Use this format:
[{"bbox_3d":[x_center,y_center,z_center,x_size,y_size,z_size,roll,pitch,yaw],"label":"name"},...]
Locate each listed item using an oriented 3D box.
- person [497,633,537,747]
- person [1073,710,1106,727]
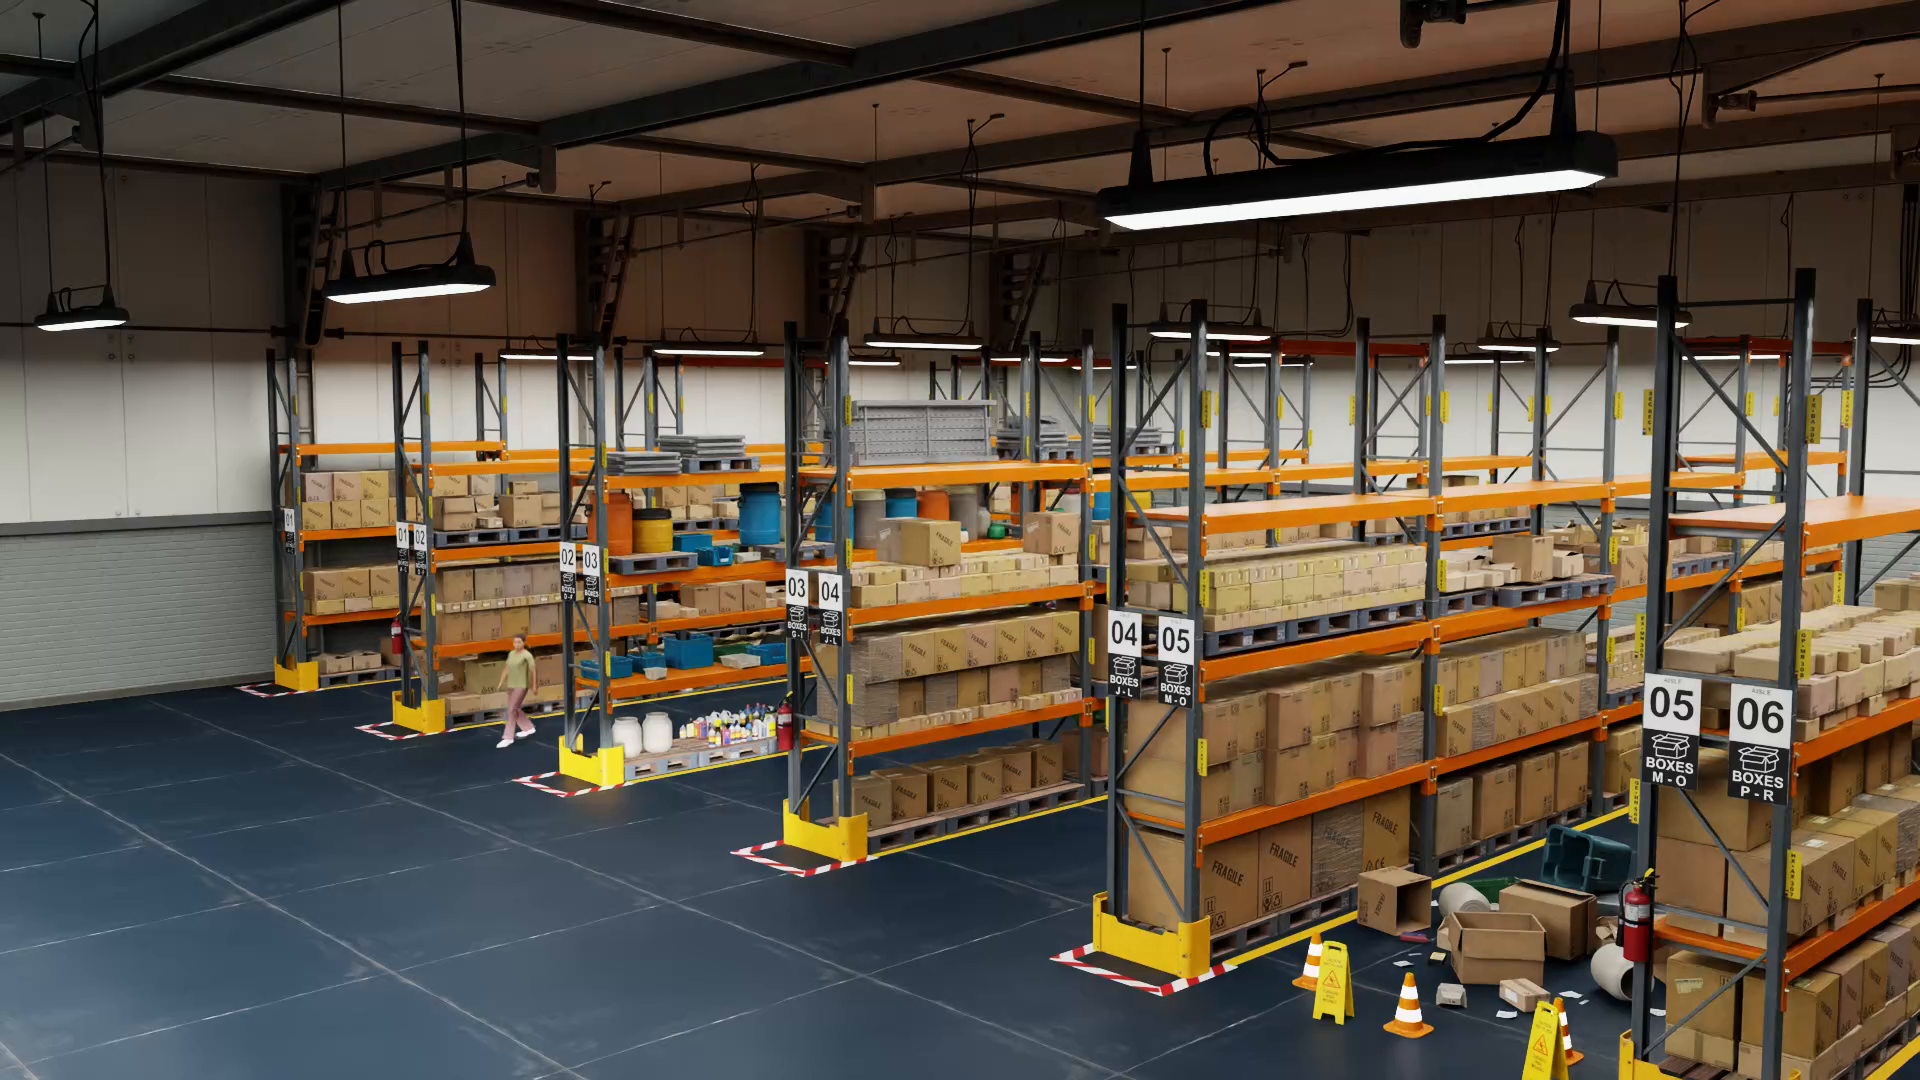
[{"bbox_3d":[-6.604,2.213,24.797,0.523,1.671,0.766,3,6,27],"label":"person"},{"bbox_3d":[1.936,2.187,24.353,0.738,1.757,0.604,-3,6,-31],"label":"person"}]
